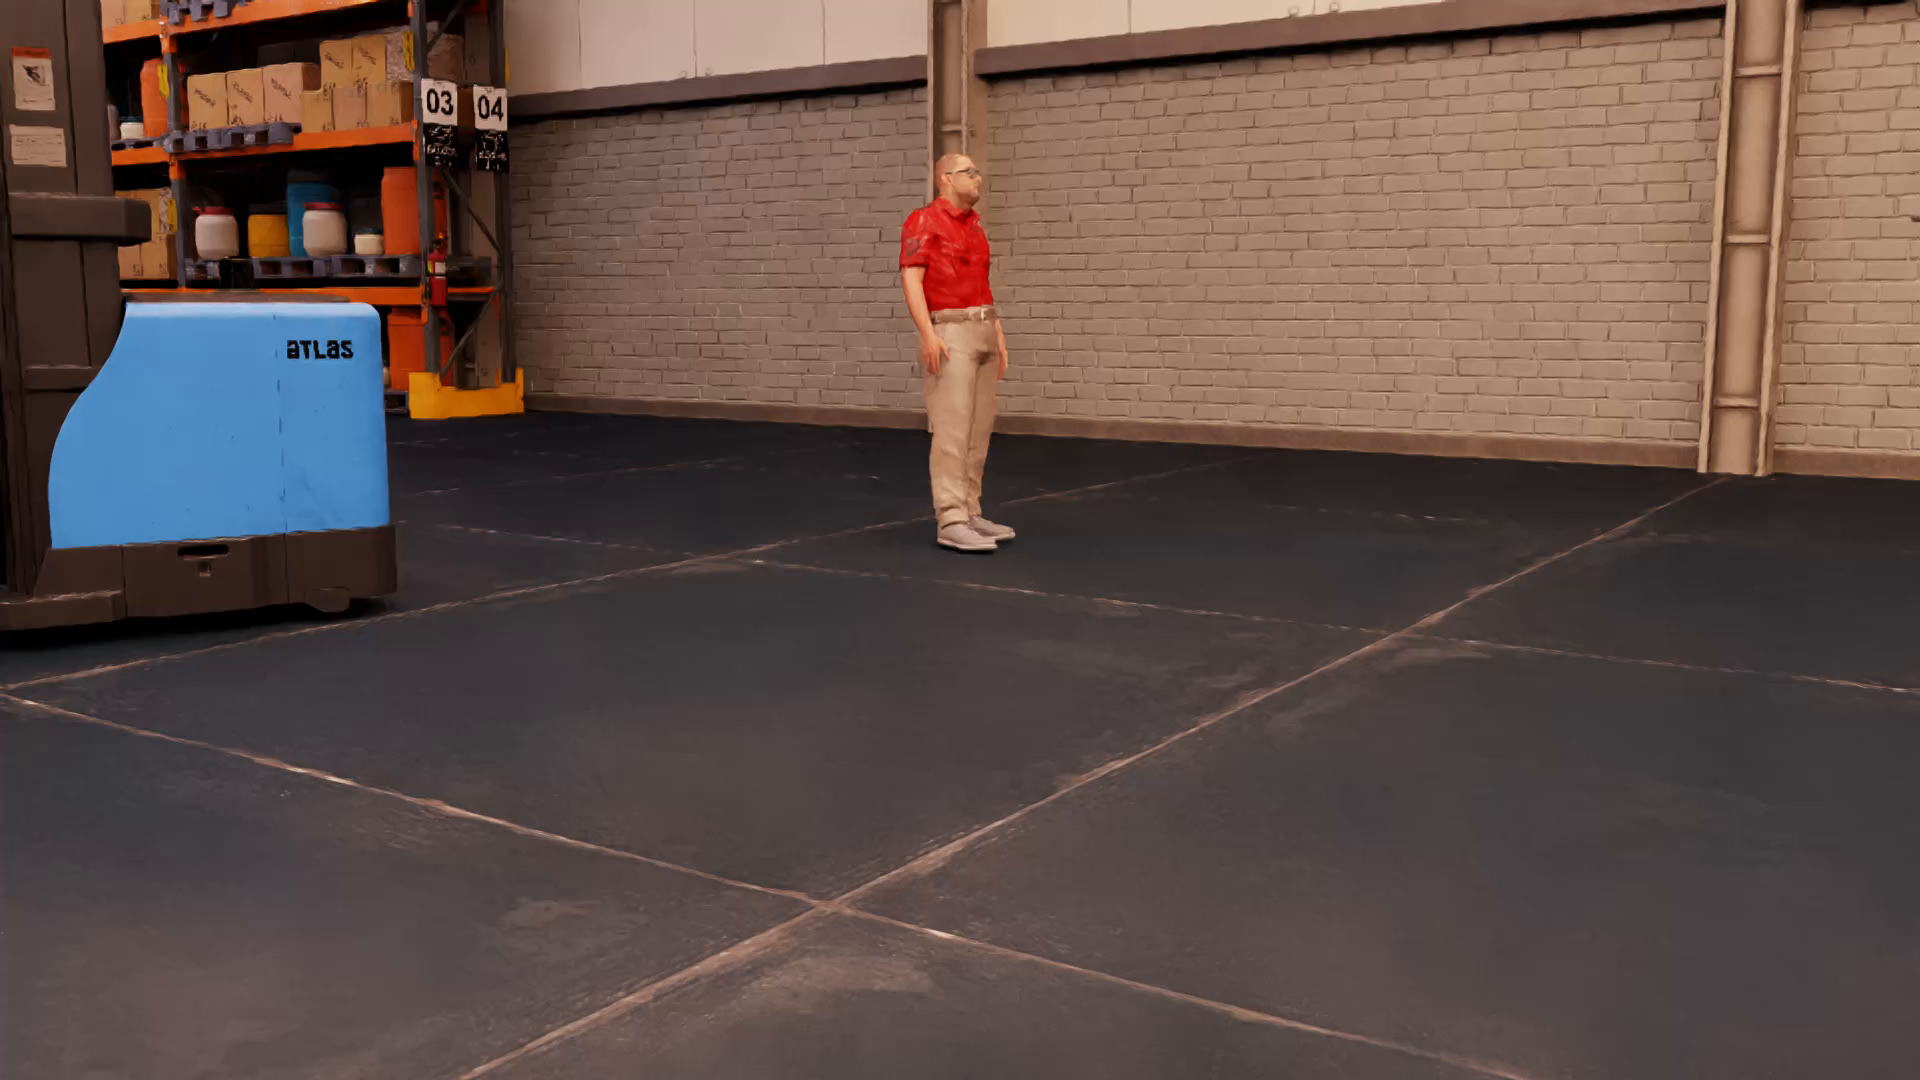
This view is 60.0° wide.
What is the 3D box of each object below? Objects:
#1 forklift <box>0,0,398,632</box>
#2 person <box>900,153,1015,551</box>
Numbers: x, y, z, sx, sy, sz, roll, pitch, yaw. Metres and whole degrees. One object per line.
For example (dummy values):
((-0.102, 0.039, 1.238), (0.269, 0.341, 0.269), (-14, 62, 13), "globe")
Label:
((-3.494, -1.142, 5.227), (3.031, 2.935, 1.130), (-5, 10, -32), "forklift")
((0.068, -0.854, 7.421), (0.550, 1.726, 0.640), (5, 10, 34), "person")
